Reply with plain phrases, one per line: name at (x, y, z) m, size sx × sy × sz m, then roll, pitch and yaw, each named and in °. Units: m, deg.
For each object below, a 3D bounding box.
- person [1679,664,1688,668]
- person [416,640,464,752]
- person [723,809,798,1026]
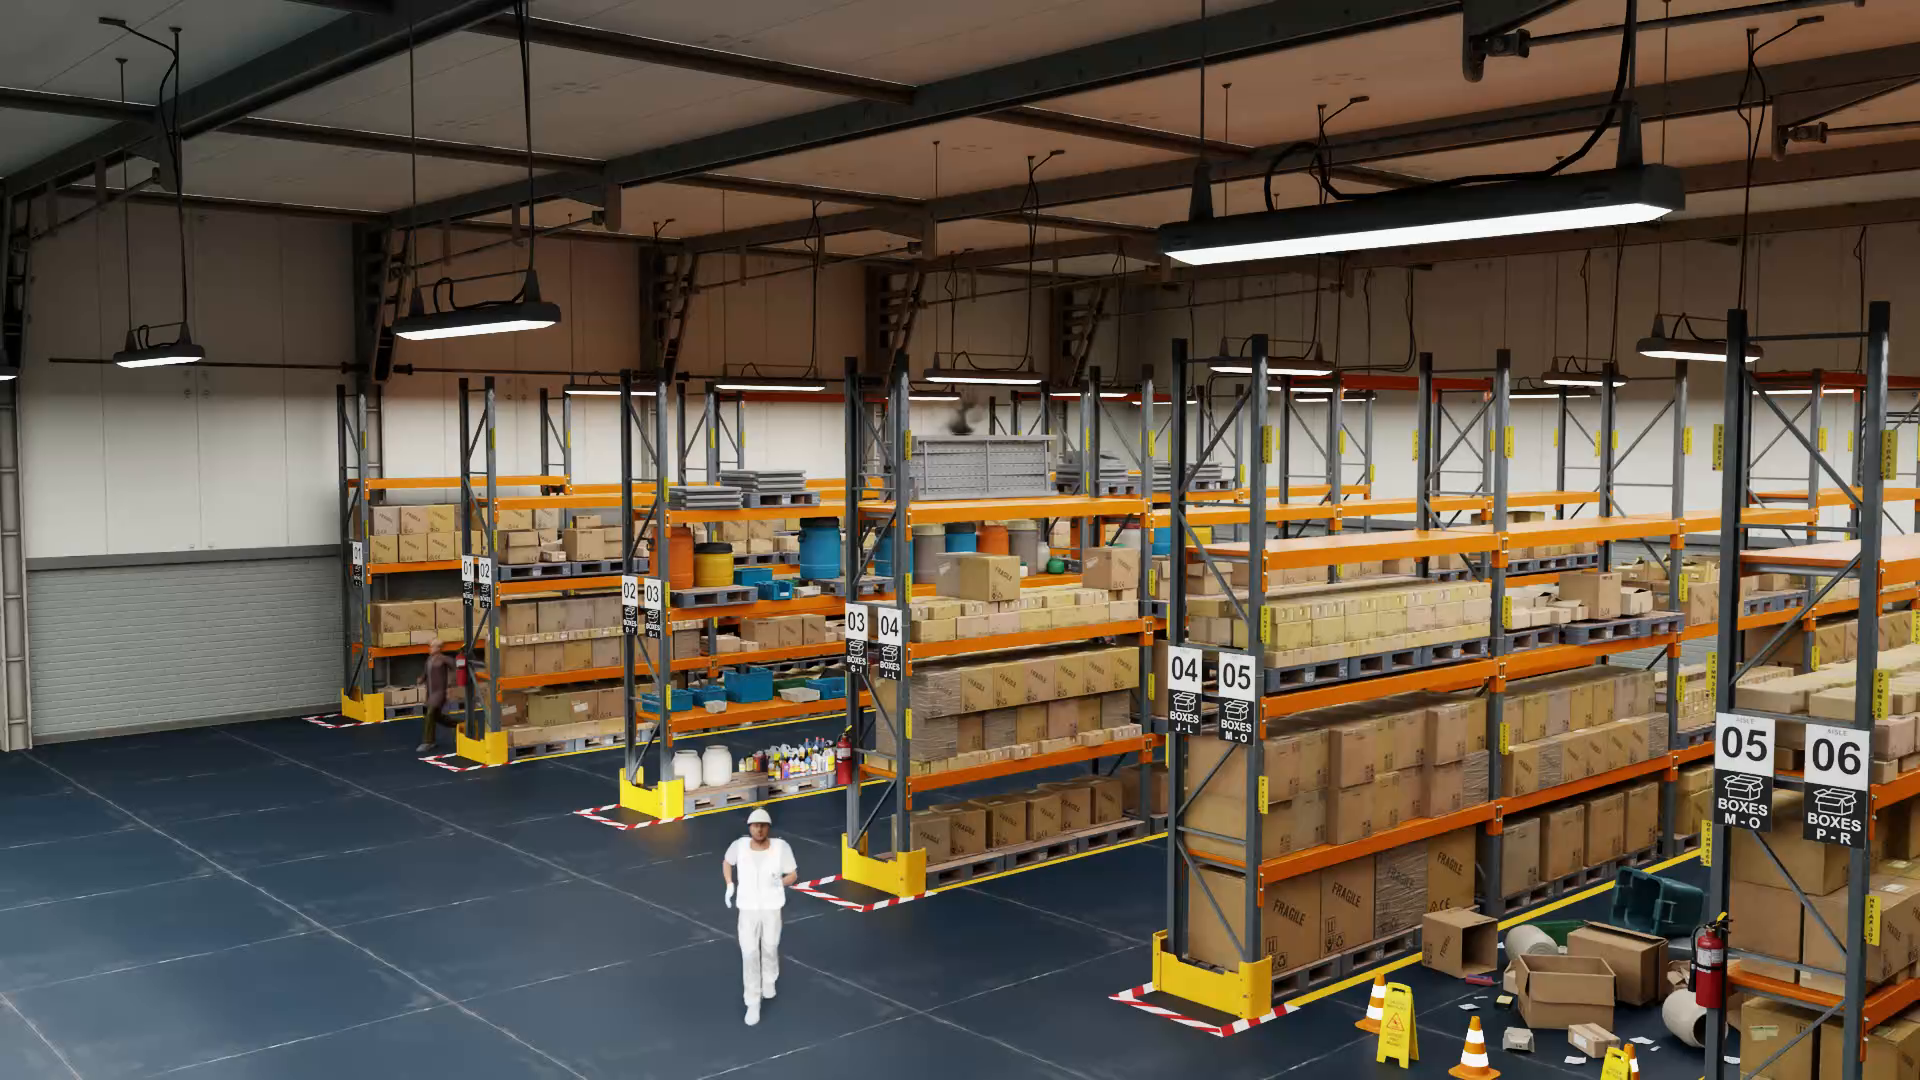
person at (10.989, 2.678, 25.158) m, size 0.800 × 1.611 × 0.621 m, roll -3°, pitch 5°, yaw -36°
person at (-8.500, 2.512, 27.153) m, size 0.747 × 1.790 × 0.963 m, roll 3°, pitch 5°, yaw 41°
person at (-1.776, 3.291, 14.801) m, size 0.667 × 1.818 × 0.818 m, roll 0°, pitch 4°, yaw -6°
